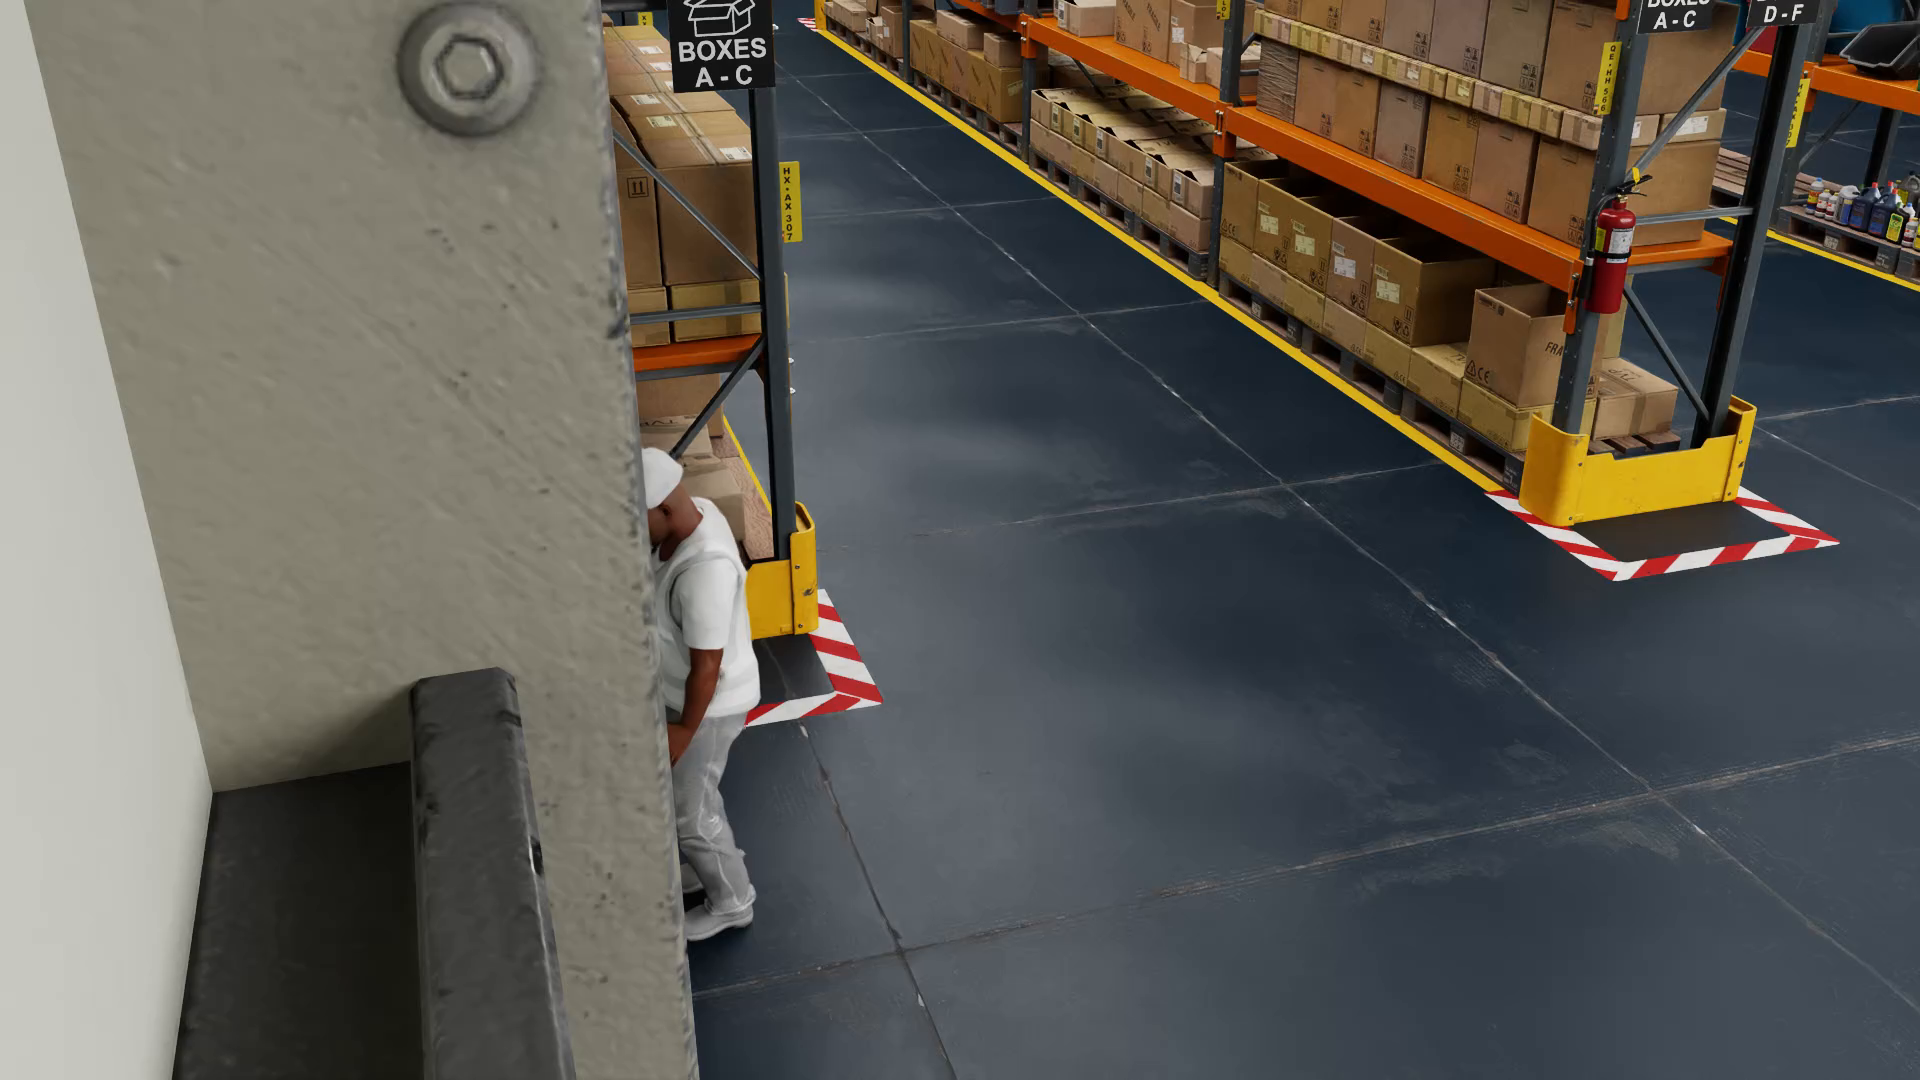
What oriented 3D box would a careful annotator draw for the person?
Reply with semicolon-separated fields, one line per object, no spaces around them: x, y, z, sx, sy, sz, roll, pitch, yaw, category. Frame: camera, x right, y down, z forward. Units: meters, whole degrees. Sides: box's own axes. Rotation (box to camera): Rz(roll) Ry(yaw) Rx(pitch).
-0.876;0.513;5.363;0.491;1.696;0.598;-7;27;-15;person
